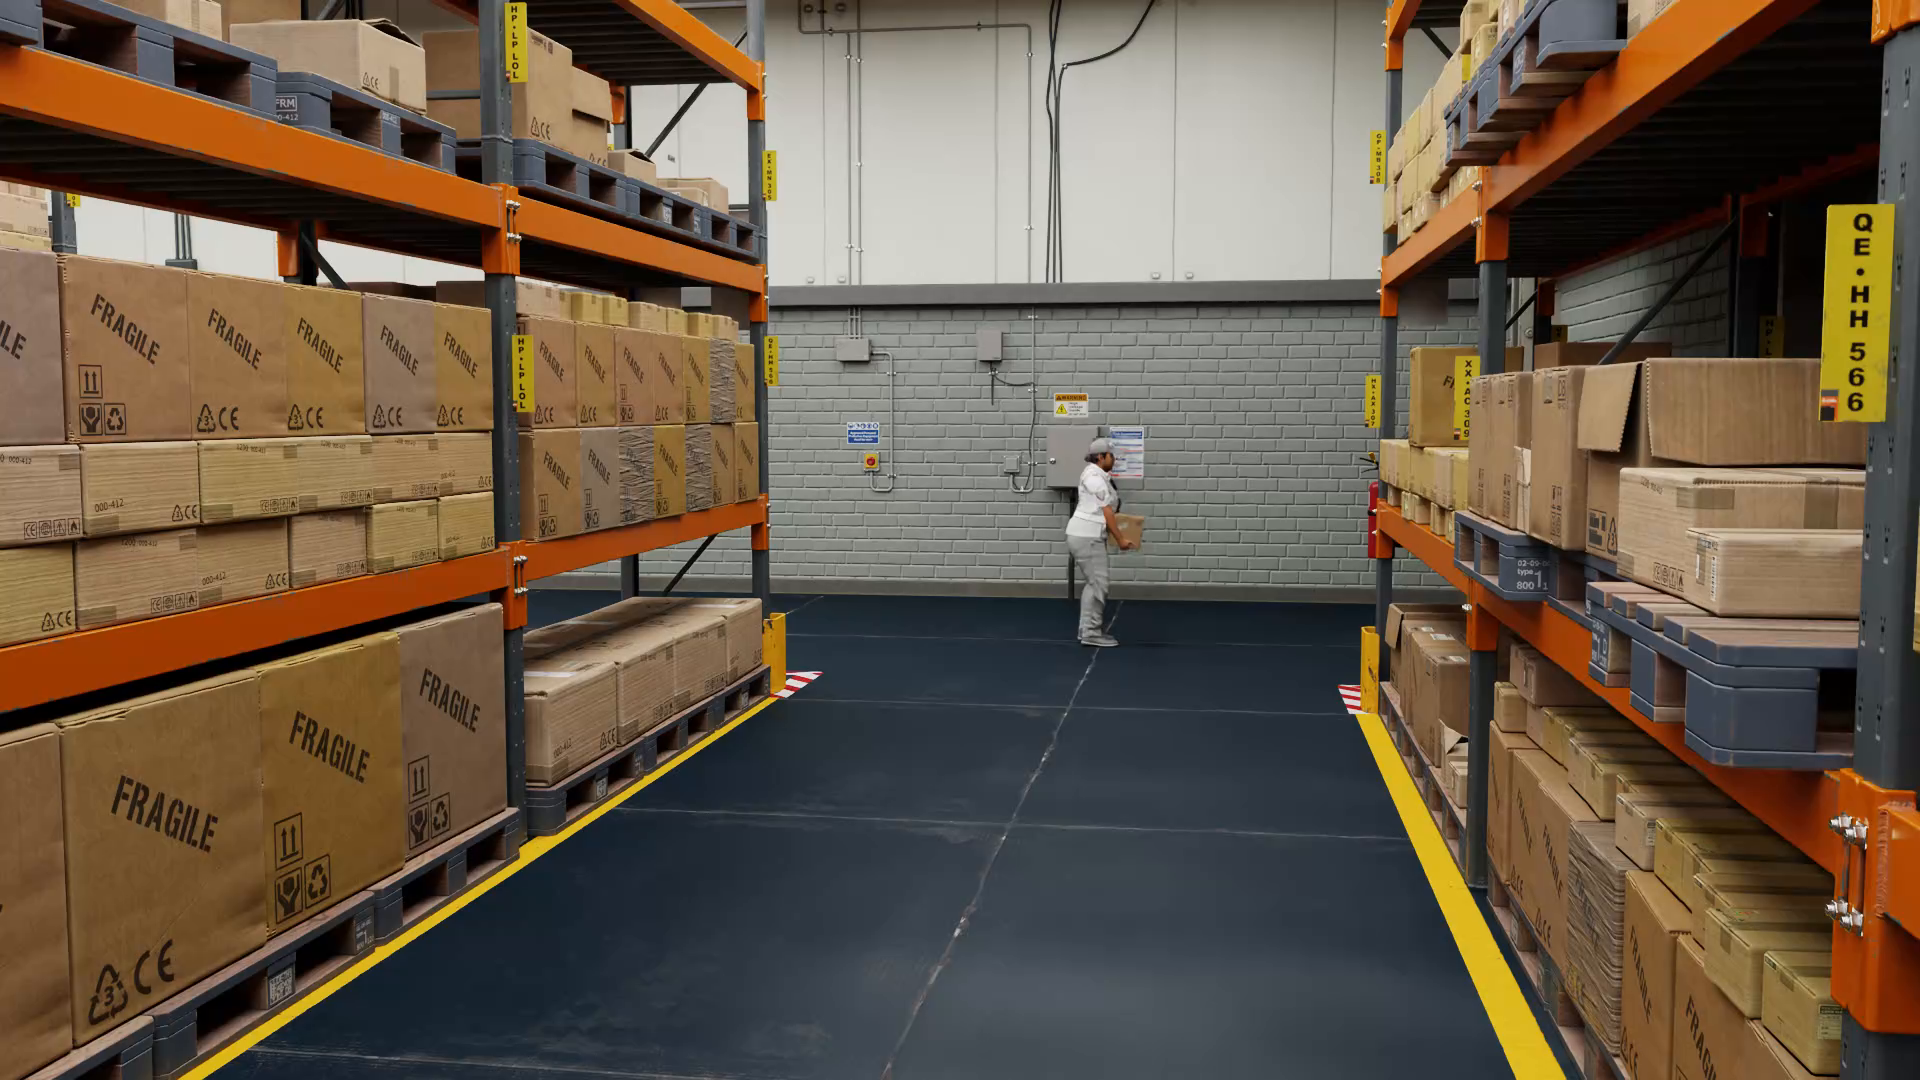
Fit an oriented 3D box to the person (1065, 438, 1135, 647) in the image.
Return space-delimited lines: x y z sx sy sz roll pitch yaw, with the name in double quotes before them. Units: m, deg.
"person" 1.125 0.016 13.305 0.563 1.657 0.452 1 5 8
